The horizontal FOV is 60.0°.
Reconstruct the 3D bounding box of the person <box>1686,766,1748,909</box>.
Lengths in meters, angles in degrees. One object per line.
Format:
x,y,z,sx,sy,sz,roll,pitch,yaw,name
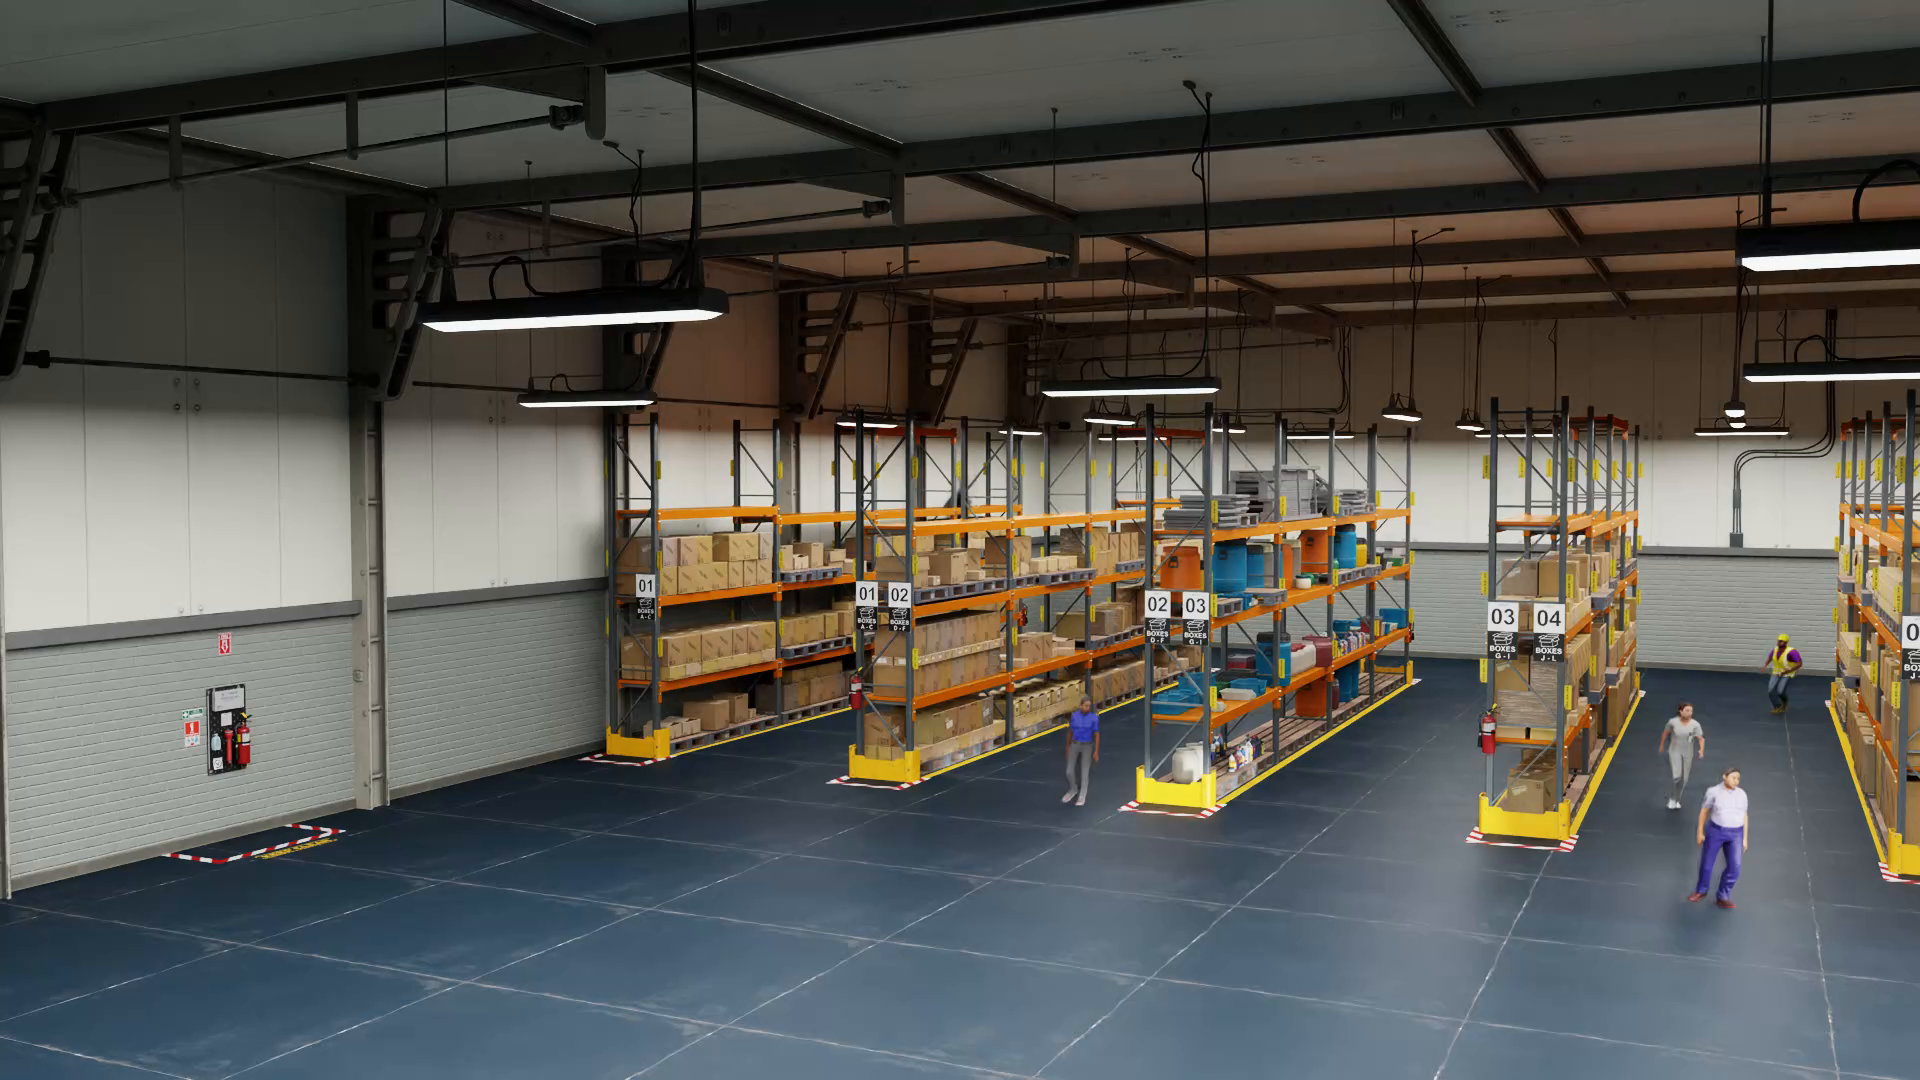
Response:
8.687,3.383,19.058,0.611,1.625,0.477,0,2,2,person

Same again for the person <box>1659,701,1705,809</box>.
10.570,3.153,24.288,0.524,1.614,0.787,0,2,8,person

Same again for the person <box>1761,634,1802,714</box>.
16.846,2.754,34.055,0.533,1.666,0.778,-2,3,-38,person

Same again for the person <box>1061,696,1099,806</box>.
1.784,3.120,24.719,0.582,1.638,0.417,1,2,13,person
